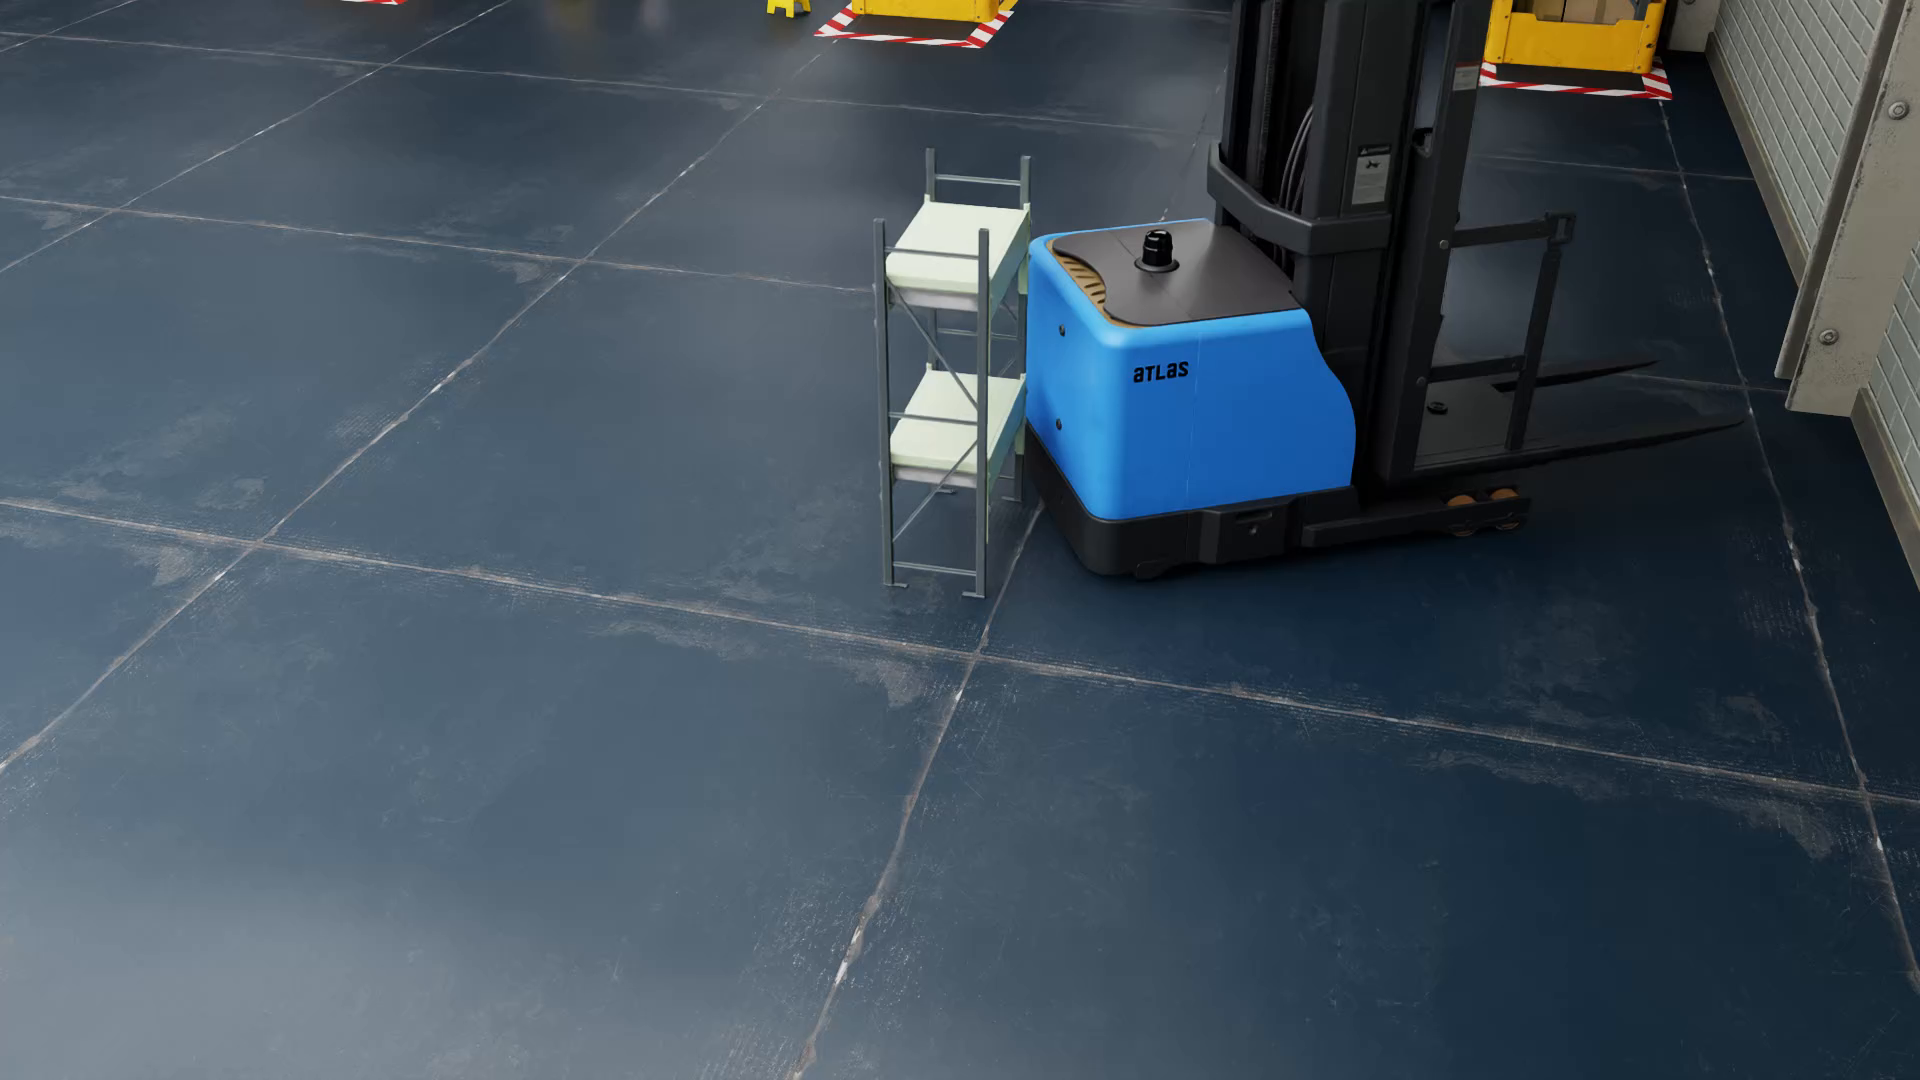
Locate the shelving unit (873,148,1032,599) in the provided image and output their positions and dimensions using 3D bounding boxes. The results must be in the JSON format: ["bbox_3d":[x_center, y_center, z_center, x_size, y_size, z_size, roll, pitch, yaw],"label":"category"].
[{"bbox_3d":[-0.015,-0.627,6.338,0.431,1.500,0.755,7,33,11],"label":"shelving unit"}]

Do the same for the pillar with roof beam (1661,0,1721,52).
[{"bbox_3d":[1.385,-8.182,11.233,9.100,9.000,0.400,8,33,12],"label":"pillar with roof beam"}]

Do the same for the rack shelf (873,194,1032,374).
[{"bbox_3d":[-0.015,-0.956,6.128,0.431,0.370,0.720,7,33,11],"label":"rack shelf"}]

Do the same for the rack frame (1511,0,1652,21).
[{"bbox_3d":[4.500,-4.826,11.545,1.000,3.000,0.127,8,33,12],"label":"rack frame"}]

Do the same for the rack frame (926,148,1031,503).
[{"bbox_3d":[0.068,-0.818,6.639,0.400,1.500,0.023,7,33,11],"label":"rack frame"}]

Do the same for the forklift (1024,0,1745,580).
[{"bbox_3d":[1.825,-1.515,6.401,3.031,2.935,1.130,-8,33,-13],"label":"forklift"}]

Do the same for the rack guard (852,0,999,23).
[{"bbox_3d":[-0.283,-4.484,13.337,1.175,0.500,0.348,8,33,12],"label":"rack guard"}]

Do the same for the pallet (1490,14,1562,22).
[{"bbox_3d":[4.654,-4.051,12.926,1.003,0.211,1.213,8,33,12],"label":"pallet"}]

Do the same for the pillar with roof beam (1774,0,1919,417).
[{"bbox_3d":[-0.138,-5.068,6.335,9.100,9.000,0.400,8,33,12],"label":"pillar with roof beam"}]

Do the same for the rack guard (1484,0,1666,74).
[{"bbox_3d":[4.494,-3.758,12.196,1.175,0.500,0.348,8,33,12],"label":"rack guard"}]

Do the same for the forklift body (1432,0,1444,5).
[{"bbox_3d":[3.217,-5.700,13.711,2.313,2.155,1.214,8,33,12],"label":"forklift body"}]

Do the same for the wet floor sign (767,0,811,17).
[{"bbox_3d":[-1.385,-4.553,13.310,0.267,0.644,0.232,20,38,29],"label":"wet floor sign"}]

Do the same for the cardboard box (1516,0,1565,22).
[{"bbox_3d":[4.314,-4.129,12.621,0.500,0.250,0.500,8,33,13],"label":"cardboard box"}]

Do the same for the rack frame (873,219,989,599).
[{"bbox_3d":[-0.098,-0.435,6.037,0.400,1.500,0.023,7,33,11],"label":"rack frame"}]

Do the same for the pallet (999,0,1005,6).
[{"bbox_3d":[-0.042,-4.779,14.071,1.003,0.211,1.213,8,33,12],"label":"pallet"}]

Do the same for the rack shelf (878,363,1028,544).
[{"bbox_3d":[-0.015,-0.352,6.513,0.431,0.370,0.720,7,33,11],"label":"rack shelf"}]

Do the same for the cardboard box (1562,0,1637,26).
[{"bbox_3d":[4.814,-4.071,12.529,0.500,0.250,0.500,8,33,13],"label":"cardboard box"}]
